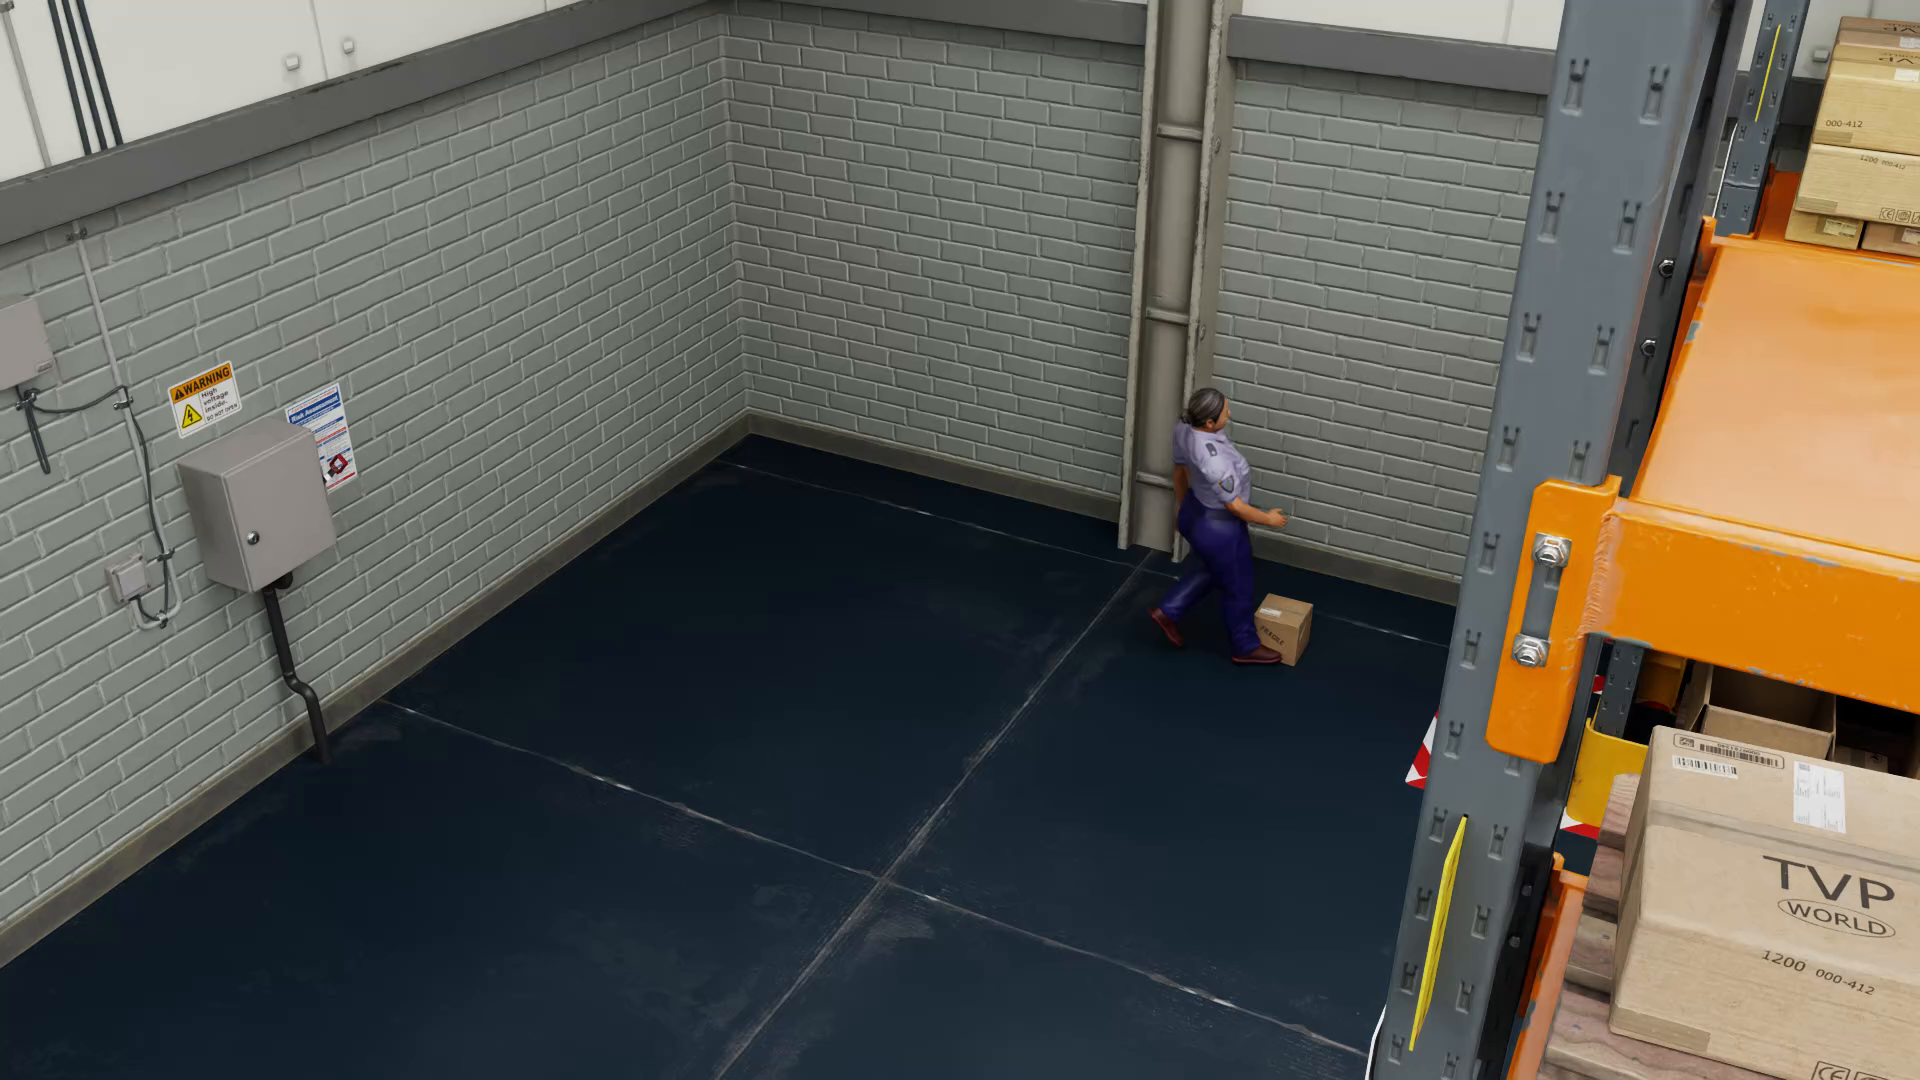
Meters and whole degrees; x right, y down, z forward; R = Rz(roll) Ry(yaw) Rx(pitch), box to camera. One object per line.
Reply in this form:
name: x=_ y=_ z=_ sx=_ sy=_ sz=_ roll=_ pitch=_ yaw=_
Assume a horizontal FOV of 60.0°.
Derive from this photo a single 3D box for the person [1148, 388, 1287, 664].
person: x=1.360 y=-0.077 z=8.447 sx=0.717 sy=1.605 sz=0.546 roll=-7 pitch=31 yaw=-12
